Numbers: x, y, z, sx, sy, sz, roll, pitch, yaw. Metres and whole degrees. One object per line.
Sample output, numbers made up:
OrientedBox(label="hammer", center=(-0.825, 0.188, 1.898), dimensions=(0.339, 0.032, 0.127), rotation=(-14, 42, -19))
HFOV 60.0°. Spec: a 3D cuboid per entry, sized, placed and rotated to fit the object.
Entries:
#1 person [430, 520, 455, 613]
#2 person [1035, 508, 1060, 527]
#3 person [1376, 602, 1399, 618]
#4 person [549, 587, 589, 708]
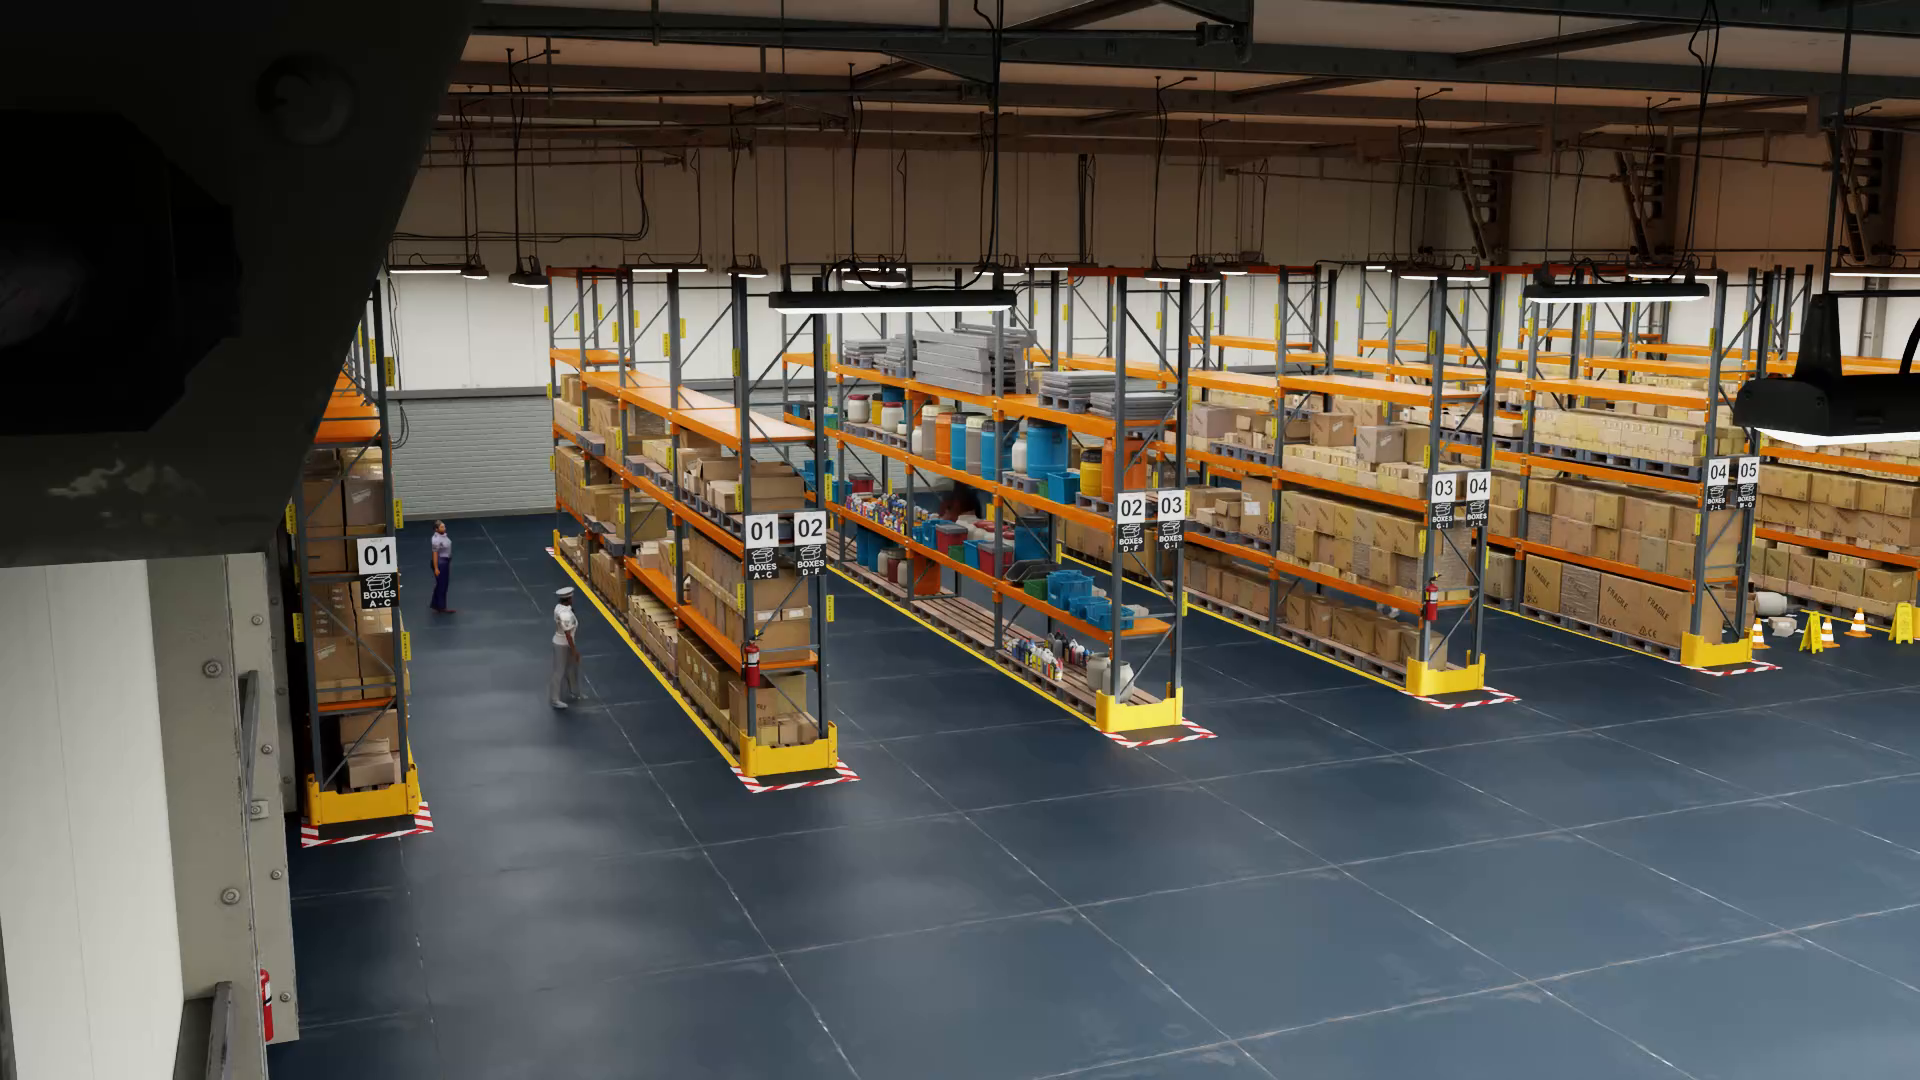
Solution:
OrientedBox(label="person", center=(-9.118, 0.470, 29.224), dimensions=(0.405, 1.677, 0.516), rotation=(-4, 11, -20))
OrientedBox(label="person", center=(1.738, -0.427, 32.831), dimensions=(0.426, 1.597, 1.004), rotation=(-3, 10, -16))
OrientedBox(label="person", center=(7.469, 0.490, 29.052), dimensions=(0.474, 1.673, 0.430), rotation=(9, 13, 42))
OrientedBox(label="person", center=(-5.519, 1.499, 23.336), dimensions=(0.516, 1.708, 0.626), rotation=(-1, 10, -7))
